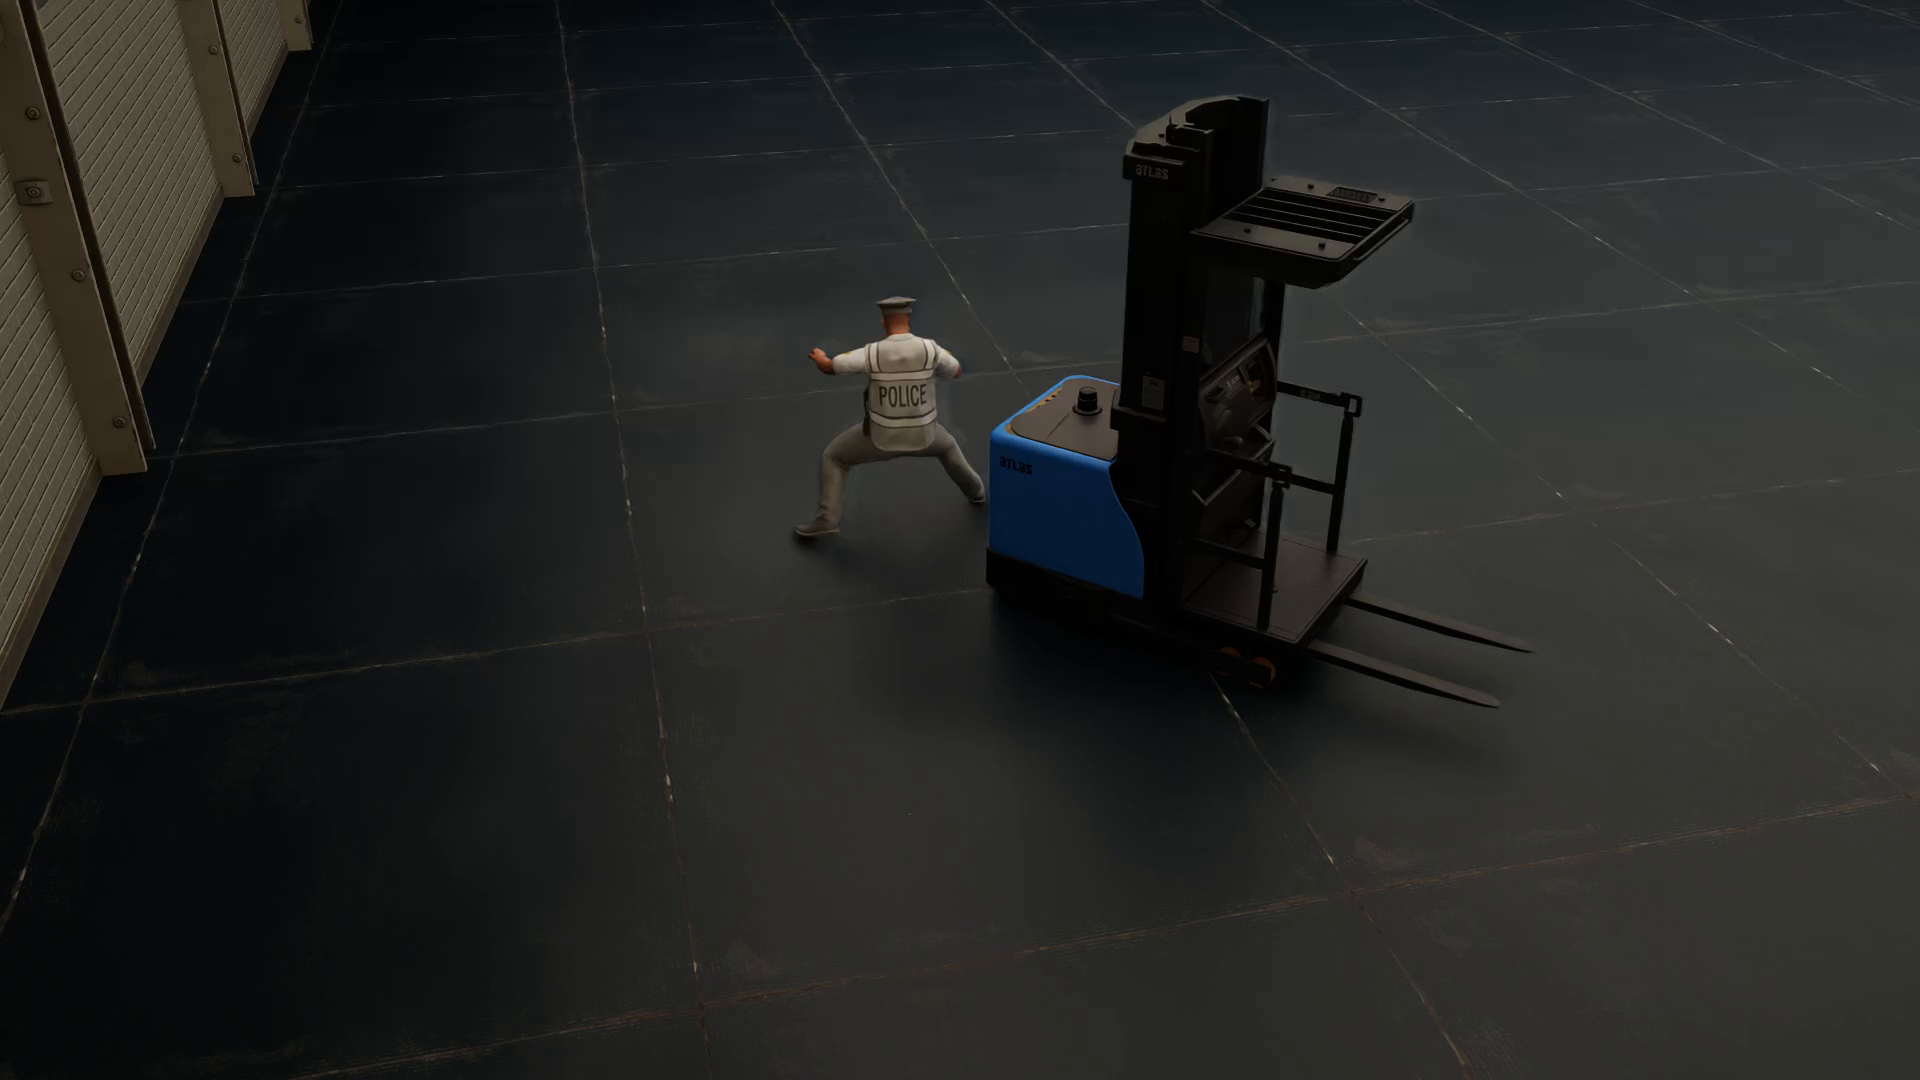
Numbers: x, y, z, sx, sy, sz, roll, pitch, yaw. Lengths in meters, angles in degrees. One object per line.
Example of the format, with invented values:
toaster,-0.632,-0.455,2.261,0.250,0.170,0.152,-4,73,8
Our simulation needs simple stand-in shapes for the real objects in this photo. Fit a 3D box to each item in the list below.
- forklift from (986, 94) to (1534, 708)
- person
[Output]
forklift,1.674,-0.763,8.892,3.031,2.935,1.130,18,35,28
person,-0.443,-0.817,10.372,1.282,1.538,0.746,-5,30,-9
